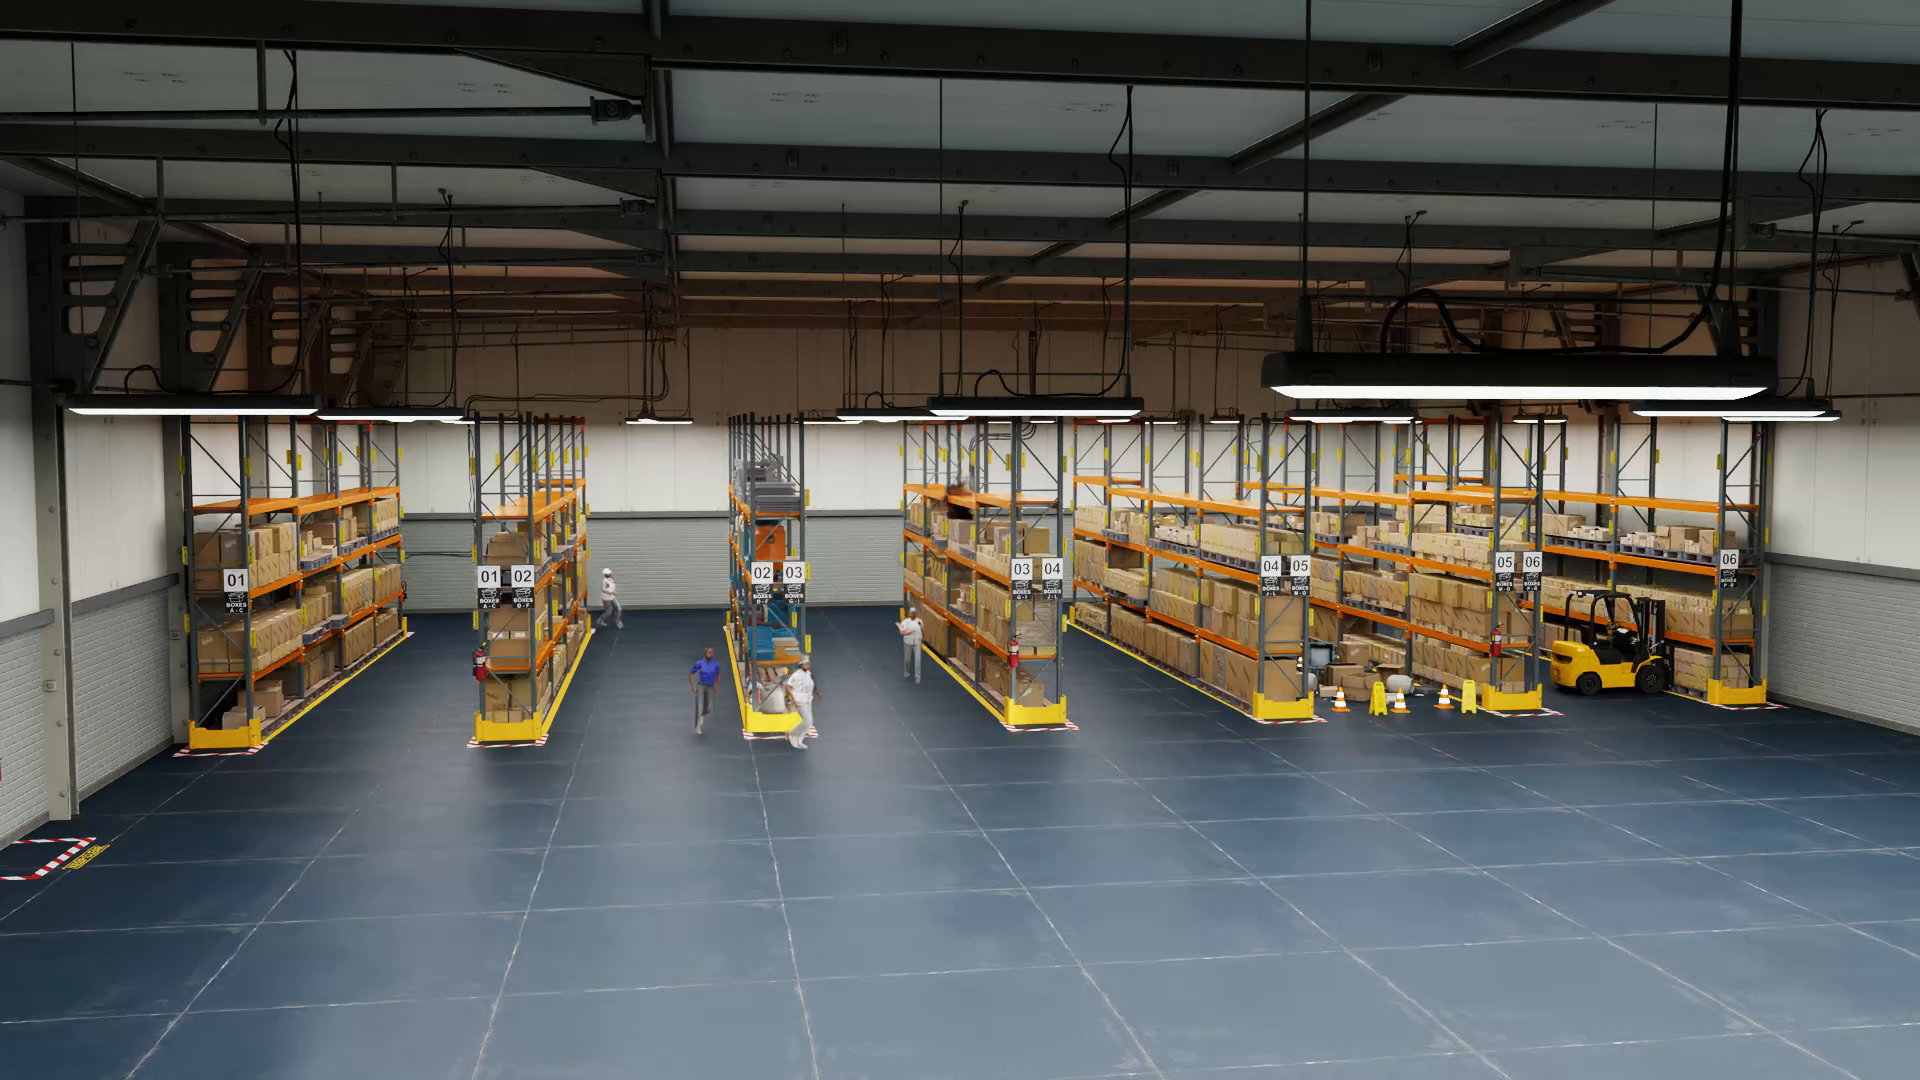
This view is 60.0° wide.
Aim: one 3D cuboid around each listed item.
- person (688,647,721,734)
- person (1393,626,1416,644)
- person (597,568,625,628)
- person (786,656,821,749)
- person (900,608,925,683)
[{"bbox_3d":[-4.798,2.816,31.309,0.621,1.613,0.524,-2,4,-22],"label":"person"},{"bbox_3d":[11.370,1.960,42.534,0.629,1.802,1.140,0,4,-7],"label":"person"},{"bbox_3d":[-9.984,1.673,47.150,0.844,1.765,0.684,1,4,12],"label":"person"},{"bbox_3d":[-2.752,2.882,29.579,0.542,1.667,0.590,2,4,28],"label":"person"},{"bbox_3d":[-1.054,2.337,37.336,0.607,1.651,0.941,-1,4,-9],"label":"person"}]
